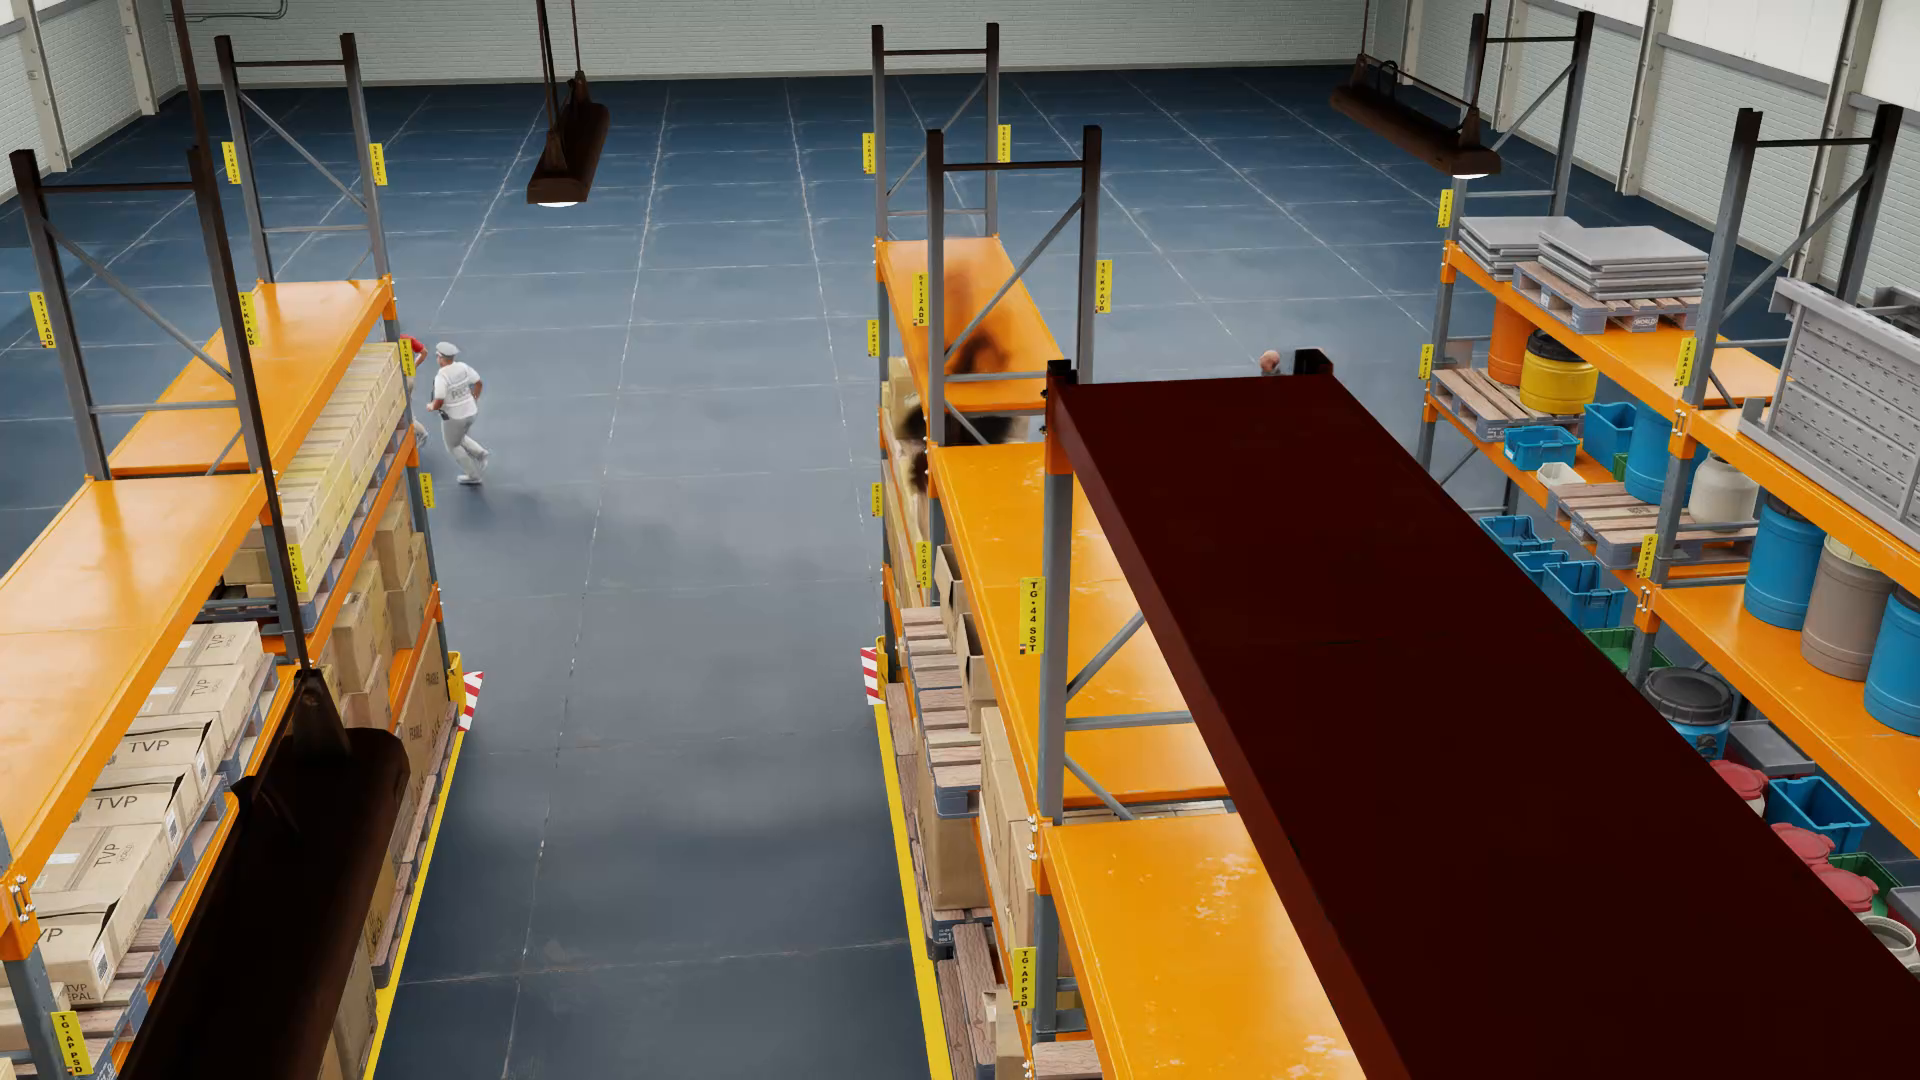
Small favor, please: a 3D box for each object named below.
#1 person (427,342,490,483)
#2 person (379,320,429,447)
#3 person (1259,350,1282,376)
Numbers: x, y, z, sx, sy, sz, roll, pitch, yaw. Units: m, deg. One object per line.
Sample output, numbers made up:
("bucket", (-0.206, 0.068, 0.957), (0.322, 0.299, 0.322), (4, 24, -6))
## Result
("person", (-5.985, -1.513, 19.677), (0.620, 1.726, 0.651), (11, 28, 22))
("person", (-6.916, -1.904, 20.527), (0.951, 1.733, 0.664), (15, 29, 29))
("person", (3.580, -1.439, 19.594), (0.583, 1.676, 0.658), (6, 26, 13))
